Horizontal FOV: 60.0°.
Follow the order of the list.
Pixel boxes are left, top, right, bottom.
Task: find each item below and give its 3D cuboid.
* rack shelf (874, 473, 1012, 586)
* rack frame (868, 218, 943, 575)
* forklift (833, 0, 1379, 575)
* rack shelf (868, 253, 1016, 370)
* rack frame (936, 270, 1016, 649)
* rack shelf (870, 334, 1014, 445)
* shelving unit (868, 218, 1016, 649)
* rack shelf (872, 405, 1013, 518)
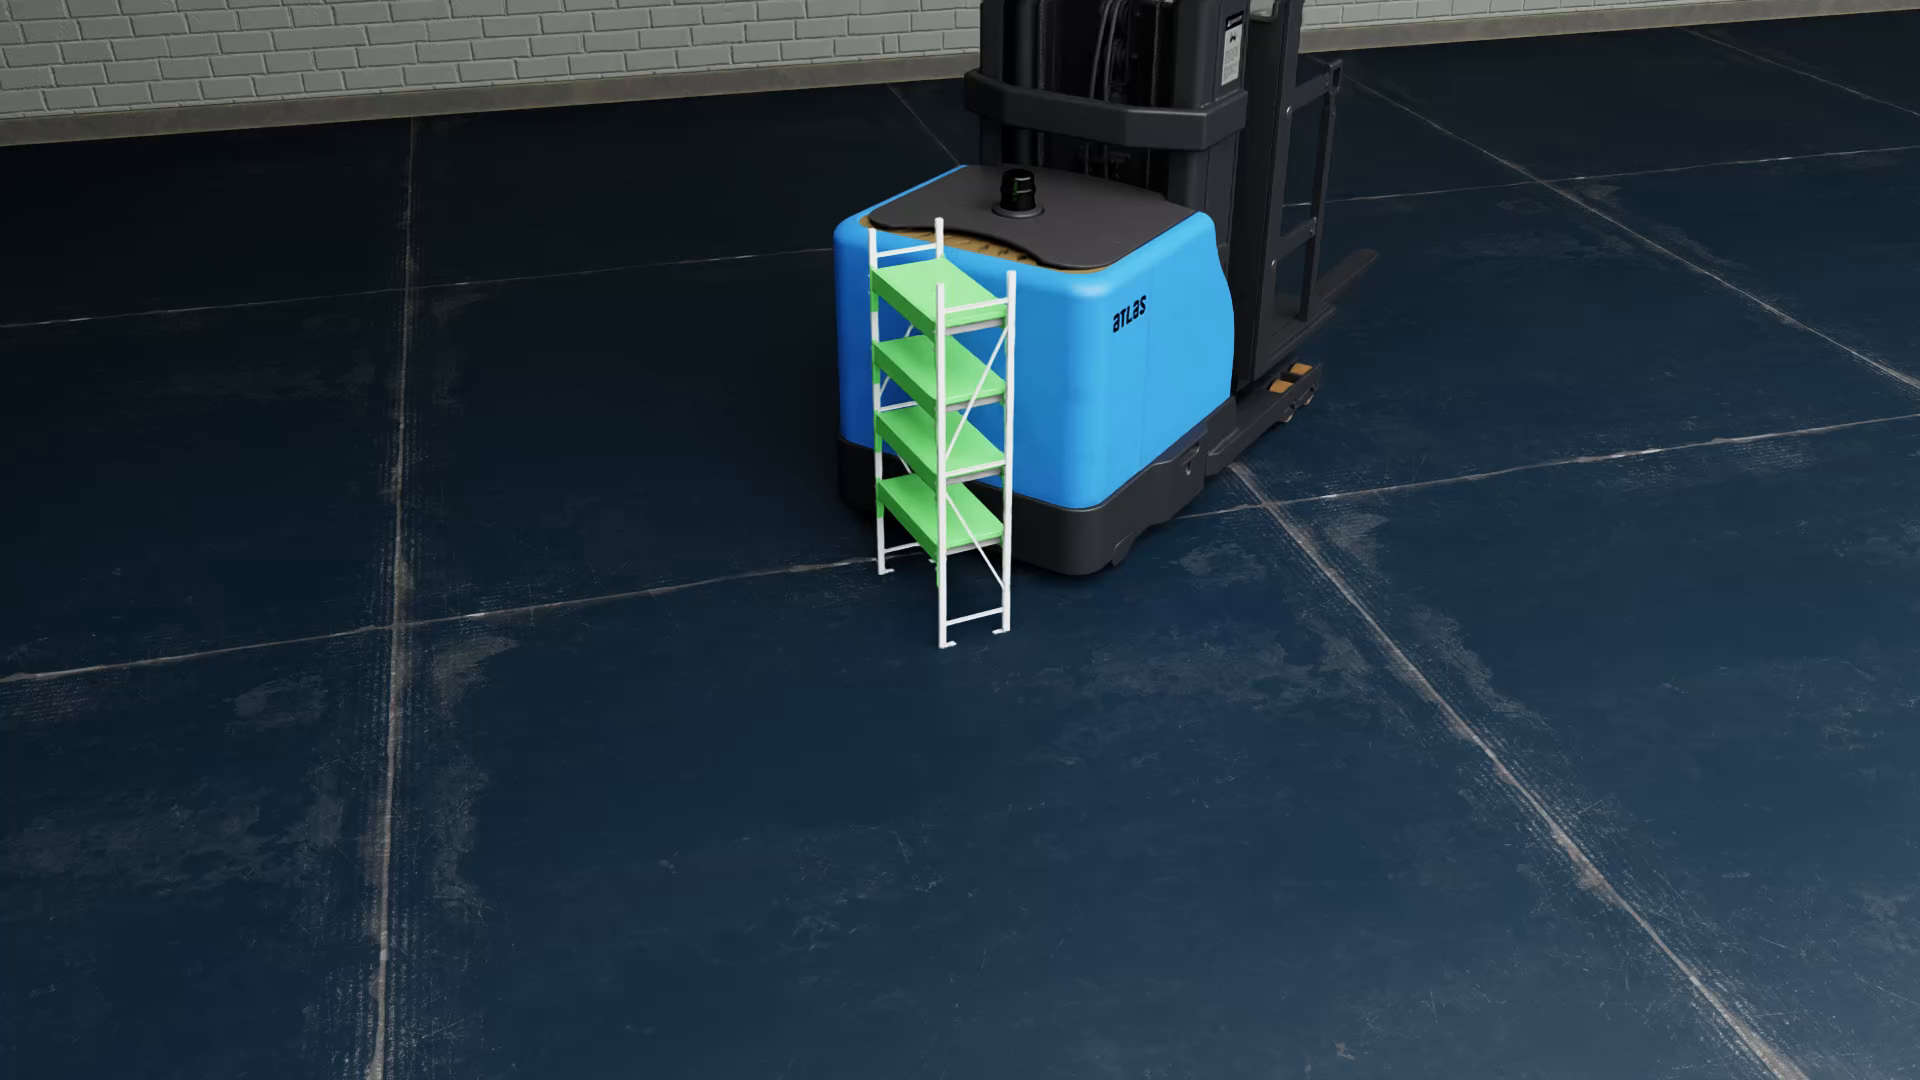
[{"bbox_3d":[-0.060,-0.057,5.257,0.258,0.148,0.480,-13,33,-22],"label":"rack shelf"},{"bbox_3d":[-0.163,-0.430,5.296,0.240,1.200,0.015,-13,33,-22],"label":"rack frame"},{"bbox_3d":[0.799,-1.848,6.017,1.130,2.935,3.031,18,35,28],"label":"forklift"},{"bbox_3d":[-0.060,-0.680,4.896,0.258,0.148,0.480,-13,33,-22],"label":"rack shelf"},{"bbox_3d":[0.044,-0.209,4.914,0.240,1.200,0.015,-13,33,-22],"label":"rack frame"},{"bbox_3d":[-0.060,-0.472,5.017,0.258,0.148,0.480,-13,33,-22],"label":"rack shelf"},{"bbox_3d":[-0.060,-0.320,5.105,0.258,1.200,0.503,-13,33,-22],"label":"shelving unit"},{"bbox_3d":[-0.060,-0.265,5.137,0.258,0.148,0.480,-13,33,-22],"label":"rack shelf"}]
